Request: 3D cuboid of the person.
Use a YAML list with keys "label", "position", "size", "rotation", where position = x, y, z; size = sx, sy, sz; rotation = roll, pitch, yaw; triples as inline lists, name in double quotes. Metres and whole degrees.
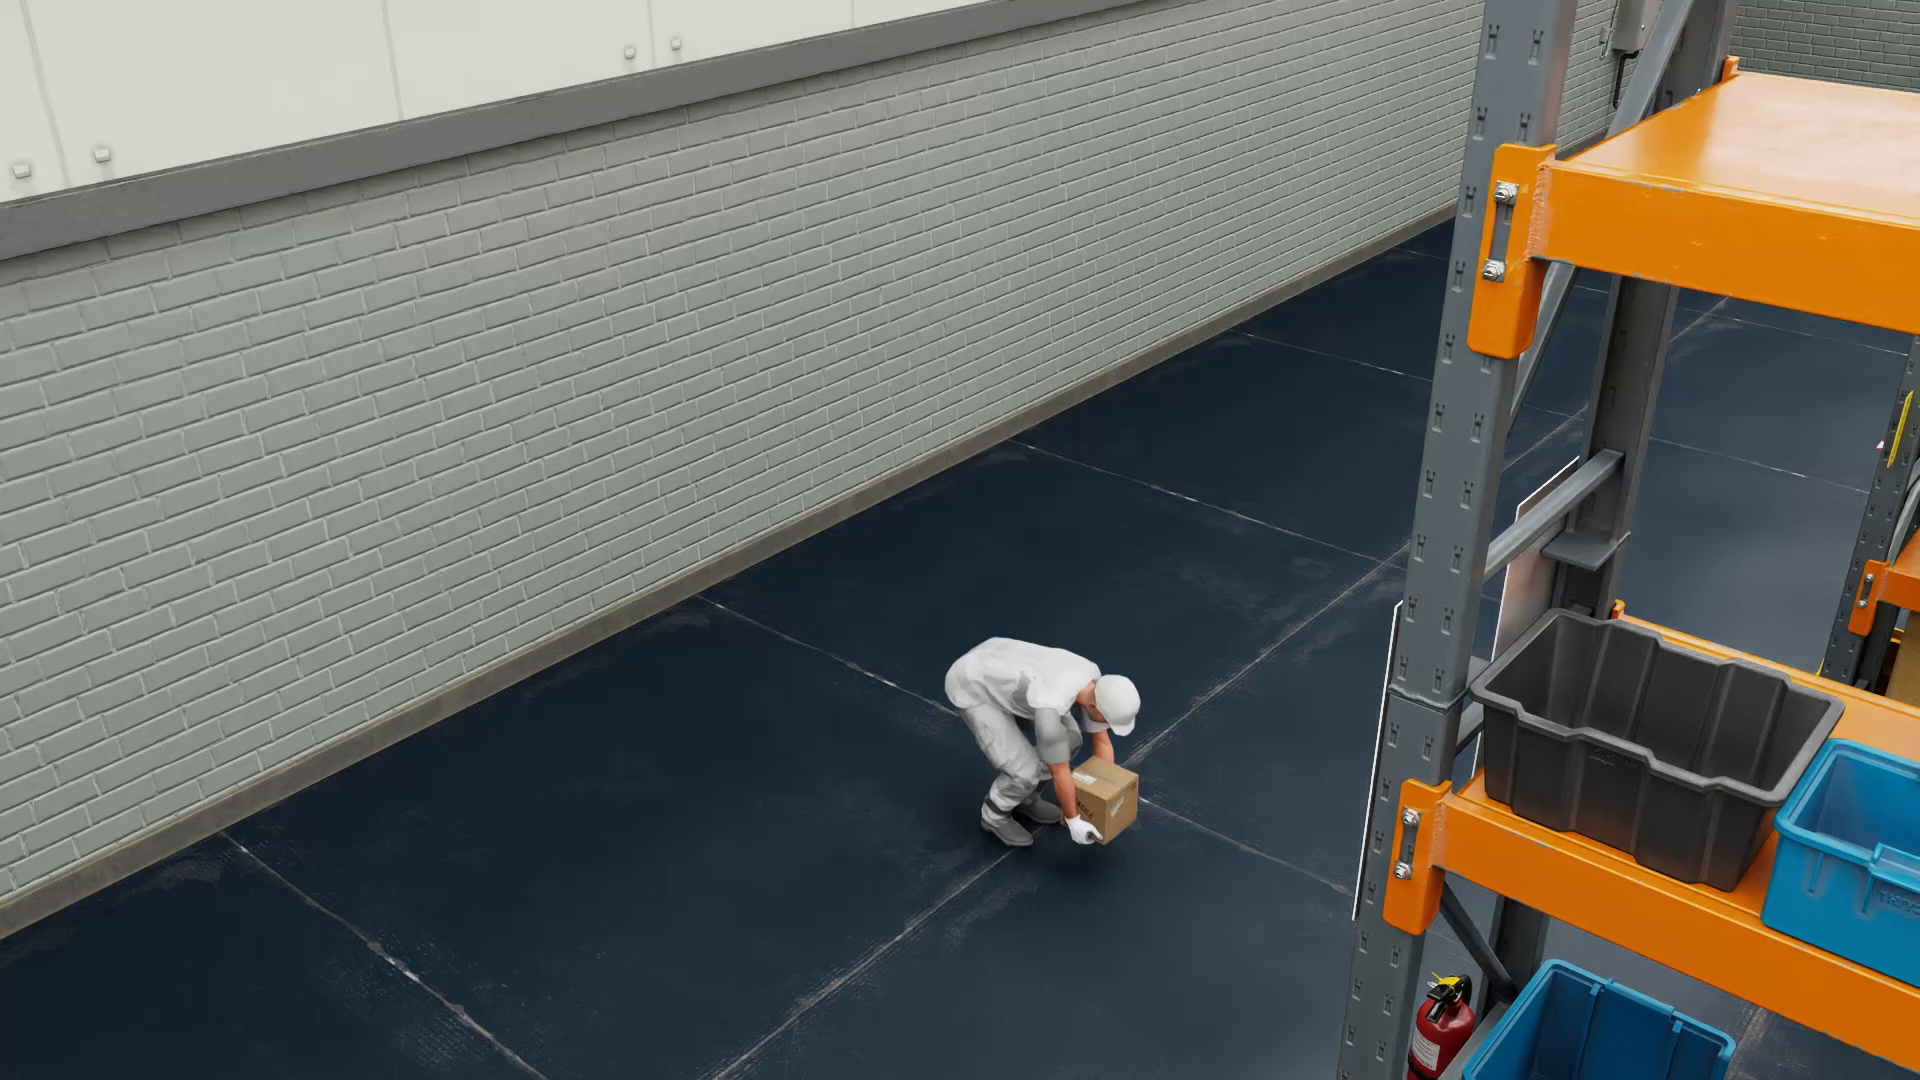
- label: "person"
  position: [0.381, 0.942, 7.626]
  size: [0.956, 0.990, 0.521]
  rotation: [19, 33, 32]
